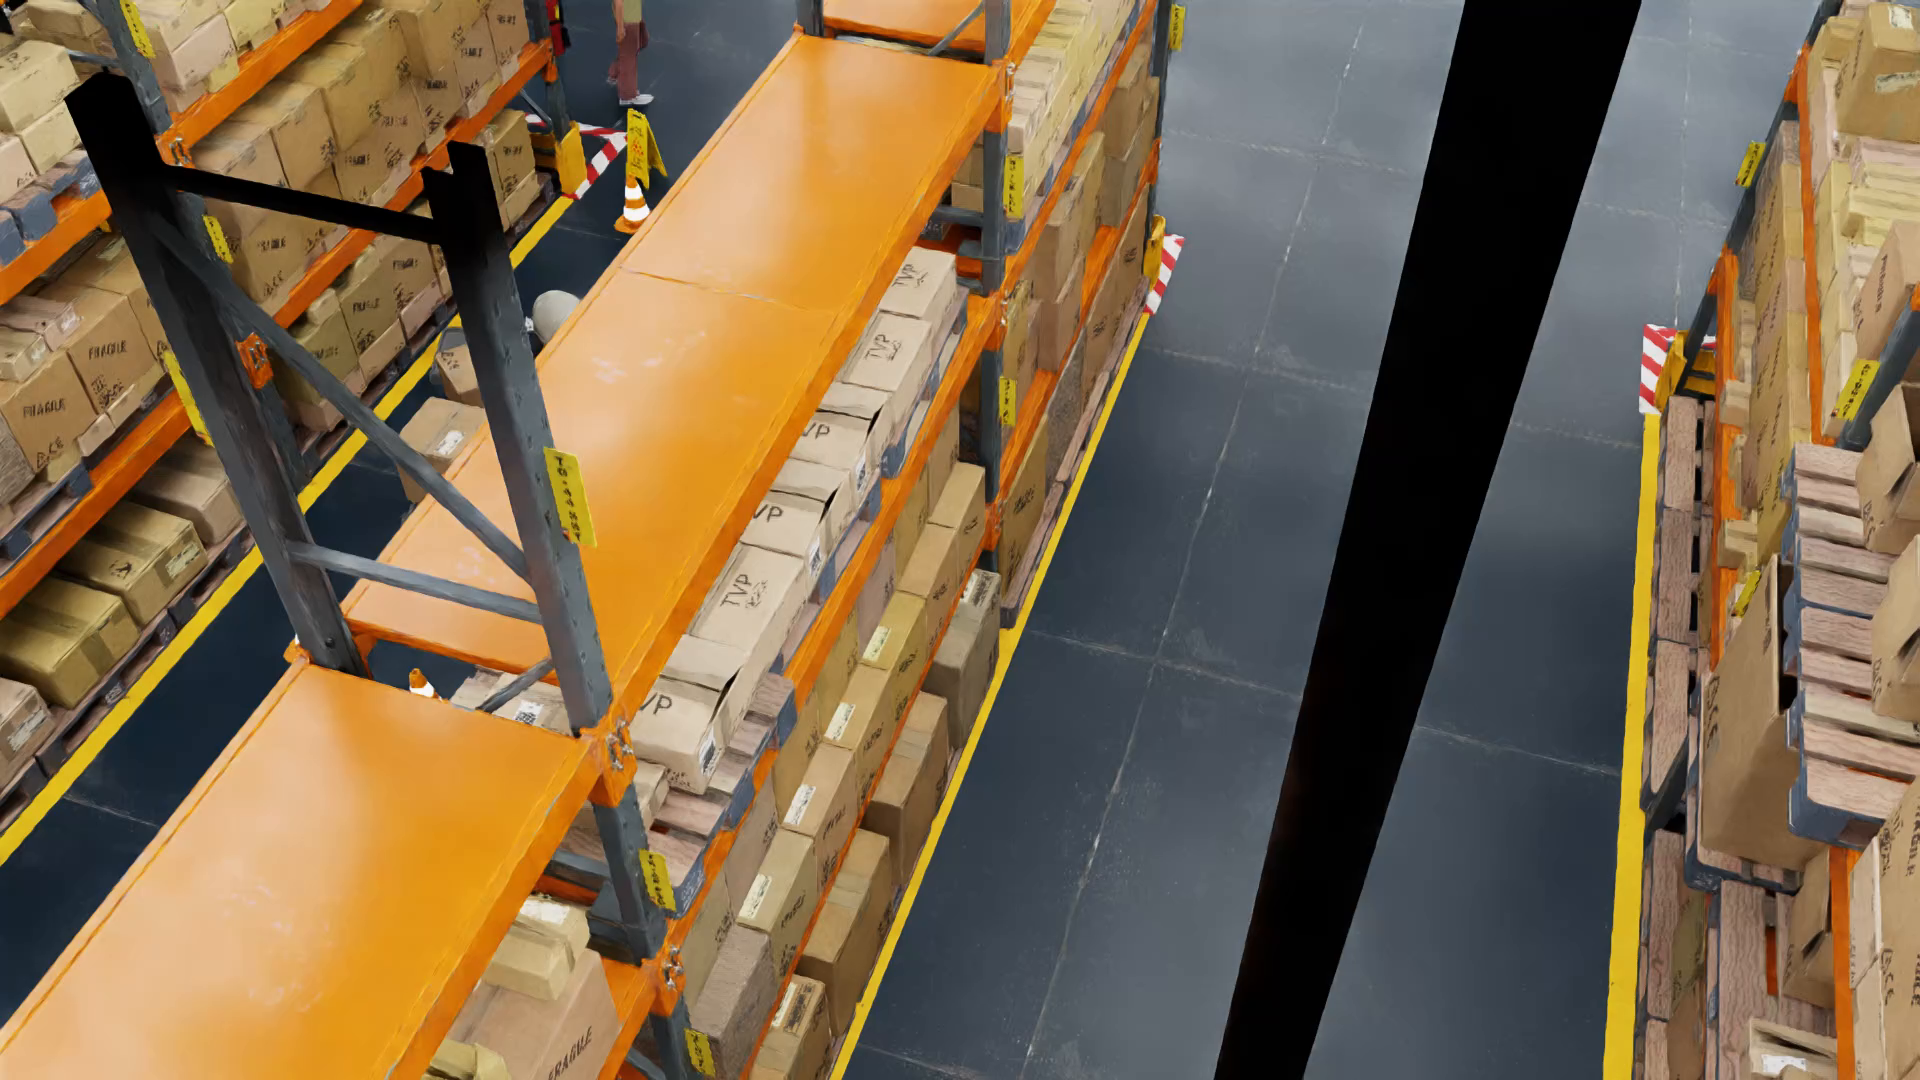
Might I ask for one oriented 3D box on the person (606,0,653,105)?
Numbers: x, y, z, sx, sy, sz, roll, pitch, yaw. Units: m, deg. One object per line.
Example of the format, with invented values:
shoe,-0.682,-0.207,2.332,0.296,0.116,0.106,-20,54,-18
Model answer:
person,-2.946,-4.577,14.426,0.444,1.667,0.619,-9,46,-9
